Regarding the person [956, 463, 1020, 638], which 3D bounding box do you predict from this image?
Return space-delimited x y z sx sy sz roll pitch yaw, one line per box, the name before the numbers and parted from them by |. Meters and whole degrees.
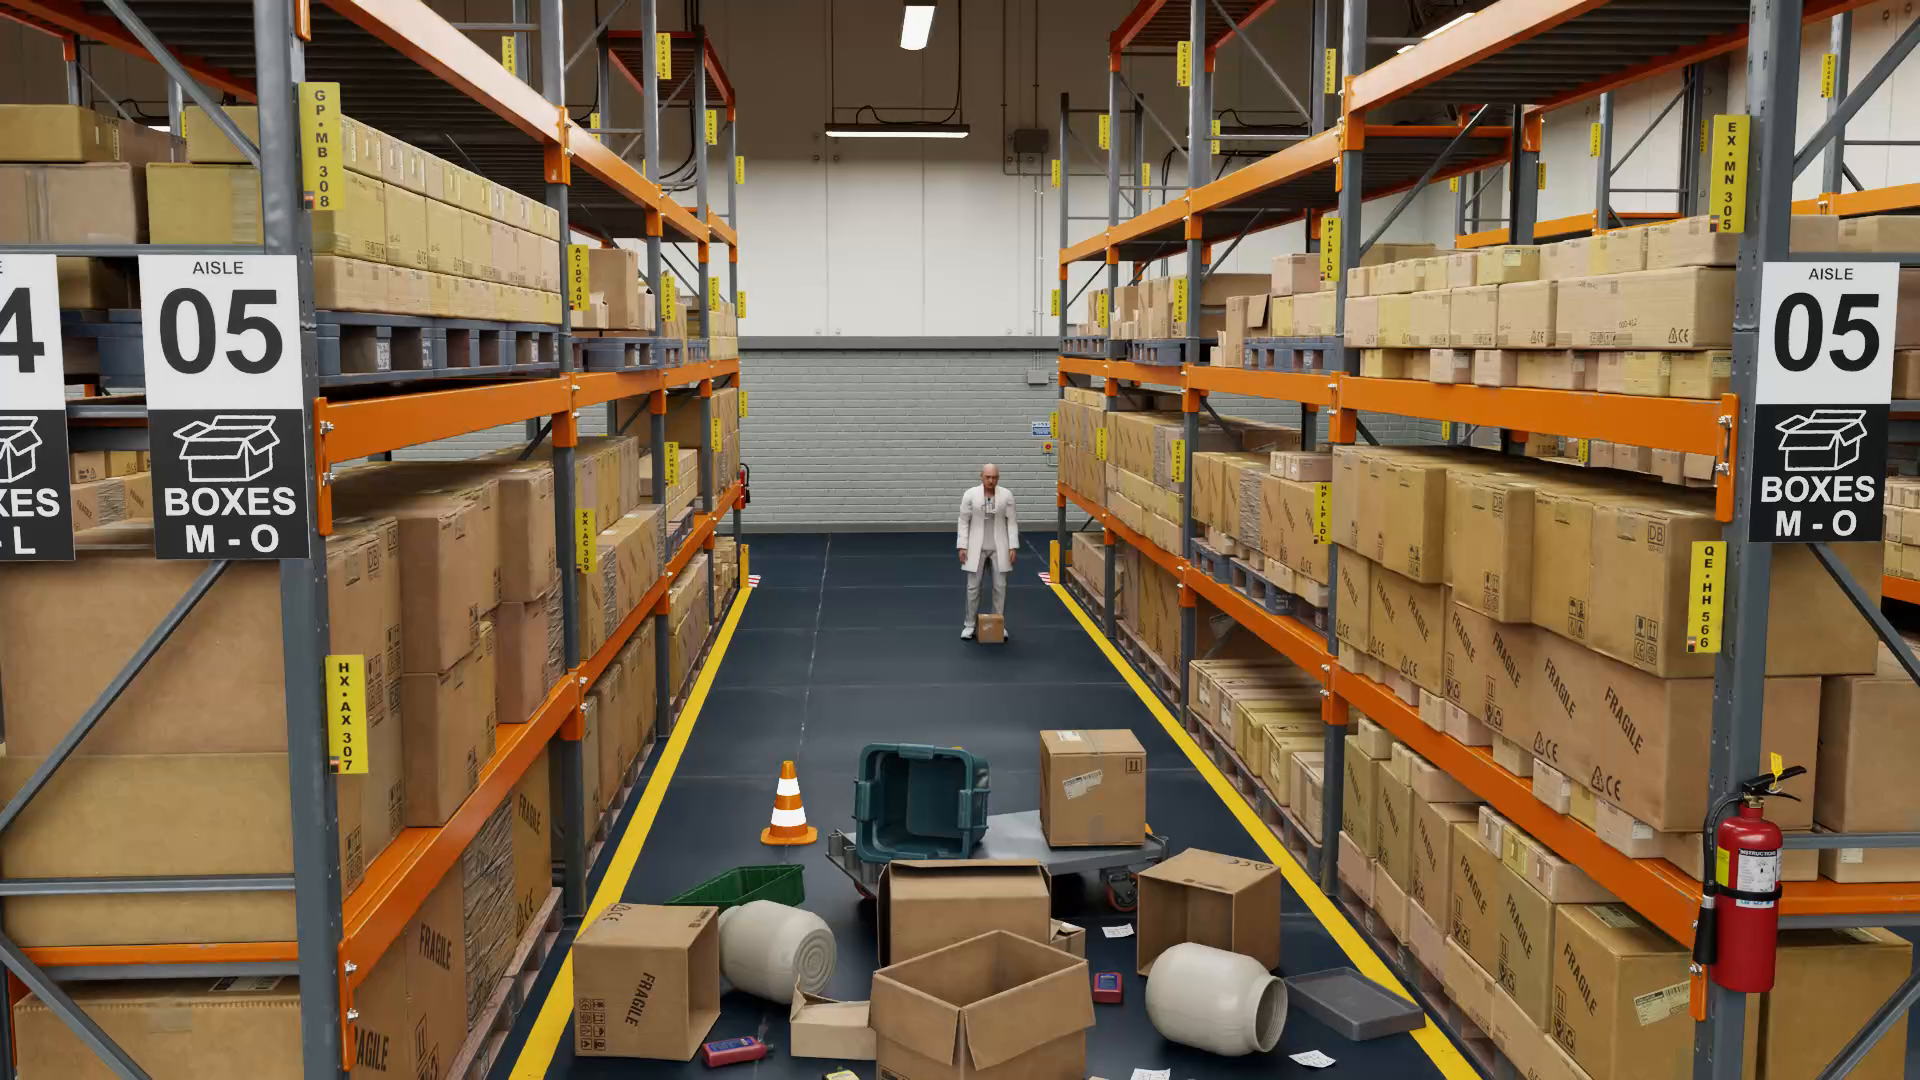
person | 0.283 0.105 16.907 0.643 1.775 0.422 0 7 -3
